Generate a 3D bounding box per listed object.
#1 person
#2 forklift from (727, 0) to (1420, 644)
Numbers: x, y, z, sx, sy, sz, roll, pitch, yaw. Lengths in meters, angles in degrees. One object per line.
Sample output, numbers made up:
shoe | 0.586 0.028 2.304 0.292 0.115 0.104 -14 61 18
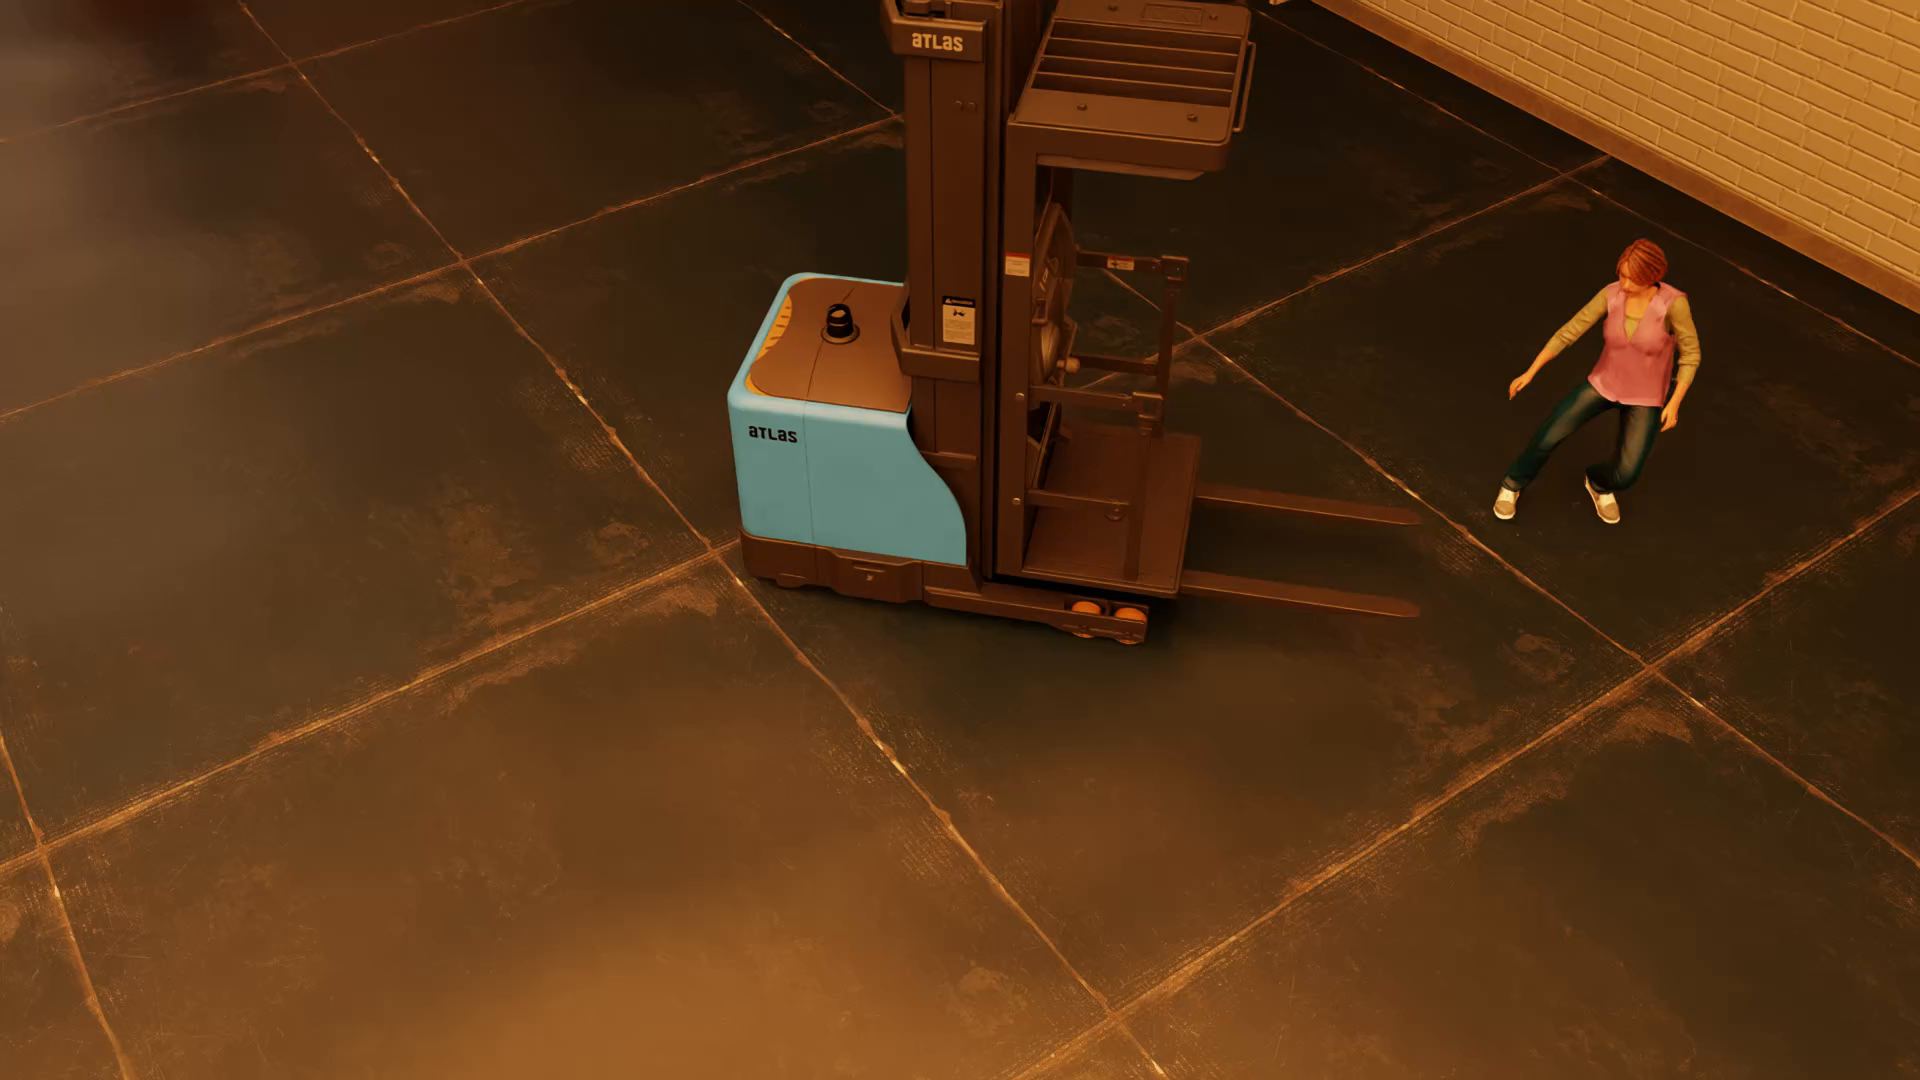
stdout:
person | 2.896 -0.659 7.504 0.705 1.465 0.511 26 49 26
forklift | 0.573 -1.011 6.813 3.031 2.935 1.130 8 43 9
